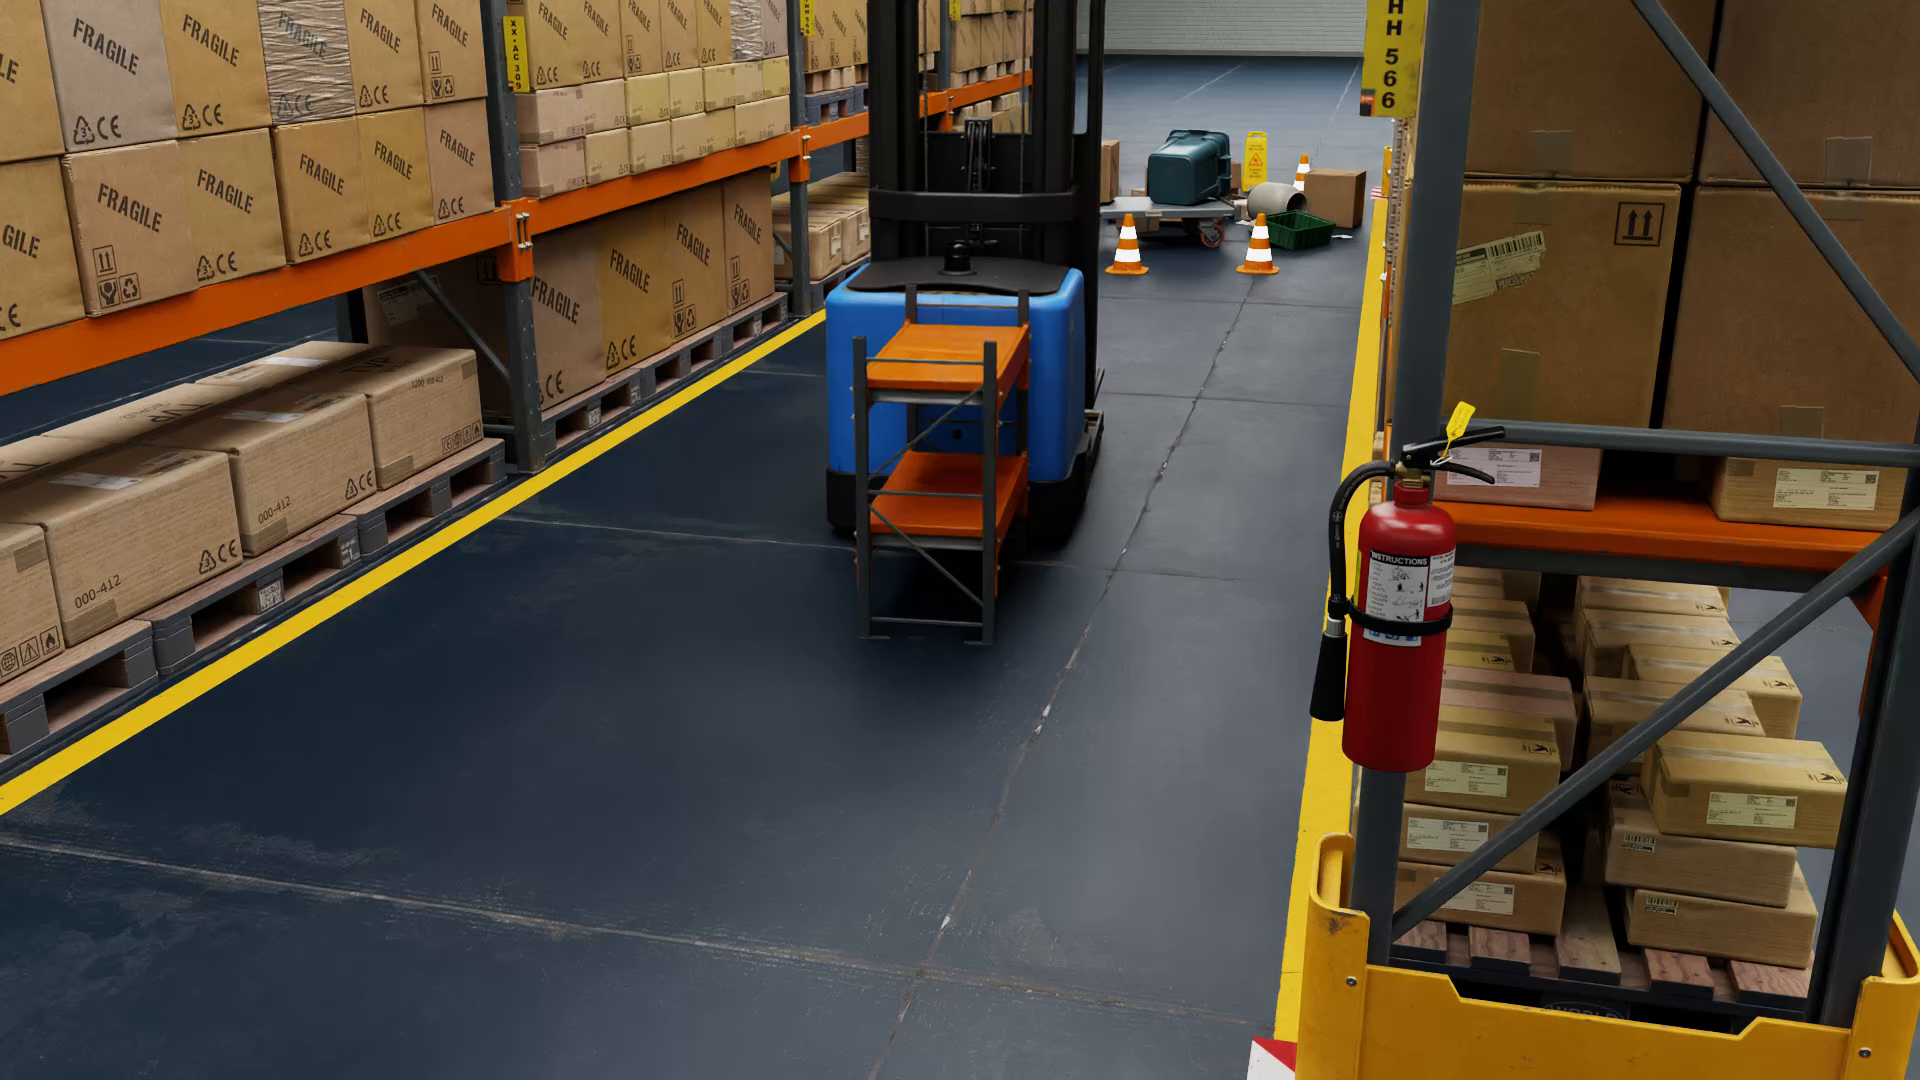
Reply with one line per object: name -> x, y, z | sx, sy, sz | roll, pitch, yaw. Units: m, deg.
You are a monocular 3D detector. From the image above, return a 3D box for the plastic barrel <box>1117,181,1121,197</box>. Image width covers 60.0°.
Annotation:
plastic barrel -> 1.356, -3.561, 16.959 | 0.421, 0.421, 0.512 | -13, 23, -34

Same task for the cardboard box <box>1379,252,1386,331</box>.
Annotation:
cardboard box -> 2.843, -1.495, 10.141 | 0.500, 0.500, 0.500 | 4, 19, 11

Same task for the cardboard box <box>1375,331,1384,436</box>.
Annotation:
cardboard box -> 2.222, -0.695, 7.798 | 0.500, 0.500, 0.500 | 4, 19, 12

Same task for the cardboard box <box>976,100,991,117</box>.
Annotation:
cardboard box -> 0.097, -4.297, 16.568 | 0.380, 0.149, 0.250 | 6, 20, 17

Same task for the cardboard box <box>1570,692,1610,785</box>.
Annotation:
cardboard box -> 1.781, 0.527, 4.304 | 0.380, 0.149, 0.250 | 5, 19, 14

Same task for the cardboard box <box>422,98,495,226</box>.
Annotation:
cardboard box -> -2.405, -1.668, 7.276 | 0.500, 0.500, 0.500 | 5, 19, 14

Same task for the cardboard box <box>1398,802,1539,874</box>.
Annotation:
cardboard box -> 1.160, 0.648, 3.949 | 0.380, 0.149, 0.250 | 4, 19, 12

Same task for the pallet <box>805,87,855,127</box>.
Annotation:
pallet -> -1.491, -3.181, 12.157 | 1.213, 0.211, 1.003 | 5, 19, 13

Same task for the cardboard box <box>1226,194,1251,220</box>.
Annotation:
cardboard box -> 2.874, -3.325, 16.511 | 0.396, 0.266, 0.258 | 8, 21, 23

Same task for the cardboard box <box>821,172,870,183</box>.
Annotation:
cardboard box -> -0.710, -3.084, 14.993 | 0.950, 0.372, 0.625 | 5, 19, 14

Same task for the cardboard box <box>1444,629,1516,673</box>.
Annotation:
cardboard box -> 1.249, 0.344, 4.380 | 0.380, 0.149, 0.250 | 4, 19, 12

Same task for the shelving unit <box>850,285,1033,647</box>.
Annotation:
shelving unit -> -0.047, -0.322, 6.390 | 0.538, 1.125, 1.048 | 3, 19, 8

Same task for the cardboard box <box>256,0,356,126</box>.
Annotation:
cardboard box -> -2.634, -1.818, 6.169 | 0.500, 0.500, 0.500 | 5, 19, 14

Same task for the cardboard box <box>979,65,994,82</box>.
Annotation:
cardboard box -> 0.125, -4.648, 16.545 | 0.380, 0.149, 0.250 | 5, 19, 14

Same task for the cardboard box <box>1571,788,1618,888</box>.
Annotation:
cardboard box -> 1.731, 0.750, 4.113 | 0.380, 0.149, 0.250 | 5, 19, 13

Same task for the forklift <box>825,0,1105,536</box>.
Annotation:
forklift -> 0.154, -1.838, 8.035 | 1.130, 2.935, 3.031 | 3, 19, 8

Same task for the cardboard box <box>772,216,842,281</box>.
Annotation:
cardboard box -> -1.414, -2.171, 12.320 | 0.950, 0.372, 0.625 | 3, 19, 10

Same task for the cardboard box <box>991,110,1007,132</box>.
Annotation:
cardboard box -> 0.195, -4.207, 17.307 | 0.500, 0.500, 0.500 | 4, 19, 12

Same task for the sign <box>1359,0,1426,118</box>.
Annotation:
sign -> 0.775, -0.921, 2.963 | 0.100, 0.325, 0.005 | 5, 19, 13

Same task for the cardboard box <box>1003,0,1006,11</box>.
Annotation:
cardboard box -> 0.067, -5.560, 16.663 | 0.700, 0.500, 0.500 | 5, 19, 13

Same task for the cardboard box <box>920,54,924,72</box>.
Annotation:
cardboard box -> -0.524, -4.109, 14.316 | 0.380, 0.149, 0.250 | 4, 19, 12

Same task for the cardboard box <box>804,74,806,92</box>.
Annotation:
cardboard box -> -1.302, -3.207, 11.675 | 0.380, 0.149, 0.250 | 4, 19, 10

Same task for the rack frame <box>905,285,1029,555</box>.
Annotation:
rack frame -> 0.028, -0.485, 6.866 | 0.500, 1.125, 0.032 | 3, 19, 8

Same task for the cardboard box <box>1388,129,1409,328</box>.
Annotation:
cardboard box -> 1.414, -0.843, 4.401 | 0.500, 0.500, 0.500 | 5, 19, 14

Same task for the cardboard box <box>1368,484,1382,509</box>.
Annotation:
cardboard box -> 1.820, -0.104, 6.614 | 0.380, 0.149, 0.250 | 5, 20, 15

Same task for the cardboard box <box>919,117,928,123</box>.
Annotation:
cardboard box -> -0.578, -3.912, 16.445 | 0.500, 0.500, 0.500 | 5, 19, 14

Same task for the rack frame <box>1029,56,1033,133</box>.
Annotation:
rack frame -> 0.393, -5.547, 18.788 | 1.000, 3.000, 0.127 | 5, 19, 13

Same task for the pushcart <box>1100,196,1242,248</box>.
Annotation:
pushcart -> 1.639, -2.888, 15.060 | 1.648, 0.377, 0.936 | -2, 19, -6

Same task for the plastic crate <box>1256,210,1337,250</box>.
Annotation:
plastic crate -> 3.012, -2.789, 14.974 | 0.450, 0.188, 0.662 | 29, 33, 36

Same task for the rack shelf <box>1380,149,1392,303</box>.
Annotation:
rack shelf -> 2.774, -1.713, 8.676 | 1.077, 0.370, 4.000 | 5, 19, 13

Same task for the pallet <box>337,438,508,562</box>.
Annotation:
pallet -> -2.801, -0.234, 7.548 | 1.003, 0.211, 1.213 | 5, 19, 13

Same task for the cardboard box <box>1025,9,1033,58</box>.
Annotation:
cardboard box -> 0.527, -5.544, 18.162 | 0.500, 0.500, 0.500 | 4, 19, 12

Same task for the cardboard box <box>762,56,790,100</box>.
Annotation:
cardboard box -> -1.434, -3.034, 10.887 | 0.500, 0.250, 0.500 | 5, 19, 13

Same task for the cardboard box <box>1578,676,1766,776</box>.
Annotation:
cardboard box -> 1.716, 0.462, 4.034 | 0.380, 0.149, 0.250 | 5, 19, 14

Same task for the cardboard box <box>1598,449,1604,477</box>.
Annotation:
cardboard box -> 1.211, -0.254, 3.679 | 0.380, 0.149, 0.250 | 5, 19, 13

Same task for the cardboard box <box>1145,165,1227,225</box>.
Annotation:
cardboard box -> 2.198, -3.386, 16.113 | 0.797, 0.637, 0.503 | 5, 19, 13

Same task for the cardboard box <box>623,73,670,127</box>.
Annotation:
cardboard box -> -1.909, -2.389, 9.000 | 0.500, 0.250, 0.500 | 5, 19, 14

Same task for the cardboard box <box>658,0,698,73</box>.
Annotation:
cardboard box -> -1.810, -2.903, 9.345 | 0.500, 0.500, 0.500 | 4, 19, 12

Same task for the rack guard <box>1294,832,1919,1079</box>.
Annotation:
rack guard -> 1.327, 0.986, 3.528 | 1.175, 0.500, 0.348 | 5, 19, 13

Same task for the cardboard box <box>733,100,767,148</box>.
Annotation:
cardboard box -> -1.543, -2.629, 10.475 | 0.500, 0.250, 0.500 | 5, 19, 14

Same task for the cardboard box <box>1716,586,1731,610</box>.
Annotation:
cardboard box -> 2.068, 0.144, 4.965 | 0.380, 0.149, 0.250 | 5, 19, 14

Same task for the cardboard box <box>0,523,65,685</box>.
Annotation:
cardboard box -> -3.452, 0.266, 5.081 | 0.875, 0.438, 0.875 | 4, 19, 12

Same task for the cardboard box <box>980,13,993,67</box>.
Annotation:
cardboard box -> 0.029, -4.913, 16.316 | 0.500, 0.500, 0.500 | 4, 19, 13

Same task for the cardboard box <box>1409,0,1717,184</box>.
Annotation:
cardboard box -> 1.179, -0.998, 3.306 | 0.500, 0.500, 0.500 | 4, 19, 12

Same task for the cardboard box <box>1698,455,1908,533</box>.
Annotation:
cardboard box -> 1.705, -0.130, 3.316 | 0.380, 0.149, 0.250 | 4, 19, 13

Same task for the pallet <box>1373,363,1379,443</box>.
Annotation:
pallet -> 2.770, -0.735, 9.013 | 1.003, 0.211, 1.213 | 5, 19, 13

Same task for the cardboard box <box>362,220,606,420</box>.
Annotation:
cardboard box -> -2.465, -1.180, 8.640 | 0.875, 0.875, 0.875 | 5, 20, 15

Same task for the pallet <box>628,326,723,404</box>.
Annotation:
pallet -> -2.128, -1.098, 10.076 | 1.003, 0.211, 1.213 | 5, 19, 13

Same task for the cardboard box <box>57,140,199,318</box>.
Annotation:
cardboard box -> -2.883, -1.026, 5.397 | 0.500, 0.500, 0.500 | 5, 19, 13

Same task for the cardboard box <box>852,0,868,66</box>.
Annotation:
cardboard box -> -0.984, -3.880, 12.643 | 0.500, 0.500, 0.500 | 5, 19, 14

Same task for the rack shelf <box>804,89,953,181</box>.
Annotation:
rack shelf -> -1.073, -3.326, 13.399 | 1.077, 0.370, 4.000 | 5, 19, 13

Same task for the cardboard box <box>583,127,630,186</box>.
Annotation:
cardboard box -> -2.051, -1.995, 8.619 | 0.500, 0.250, 0.500 | 4, 19, 12

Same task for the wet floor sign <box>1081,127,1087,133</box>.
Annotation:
wet floor sign -> 1.477, -4.408, 19.096 | 0.267, 0.644, 0.232 | 12, 22, 32
